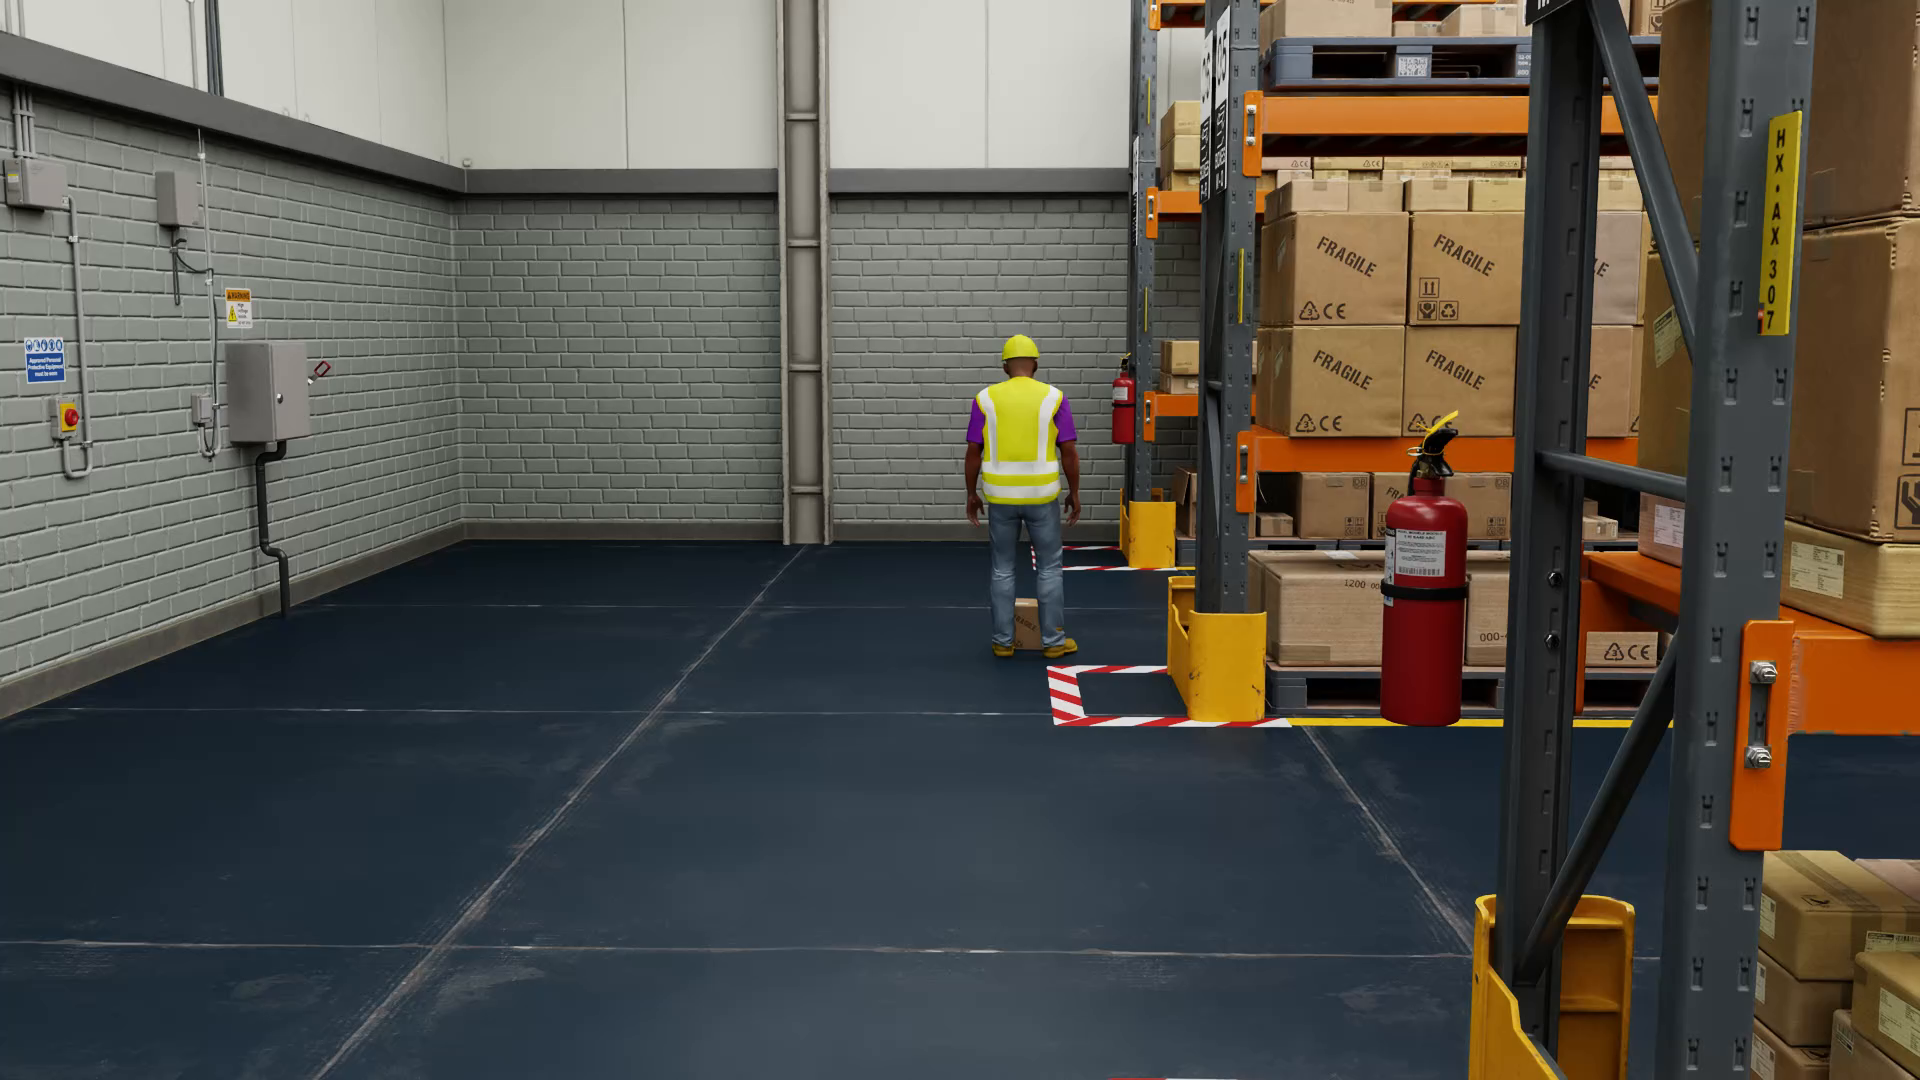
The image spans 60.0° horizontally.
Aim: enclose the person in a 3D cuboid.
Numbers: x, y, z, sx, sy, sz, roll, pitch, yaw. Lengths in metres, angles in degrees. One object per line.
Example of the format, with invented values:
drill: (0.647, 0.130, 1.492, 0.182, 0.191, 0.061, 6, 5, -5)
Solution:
person: (0.357, -0.243, 9.129, 0.635, 1.759, 0.463, 1, 7, 12)
